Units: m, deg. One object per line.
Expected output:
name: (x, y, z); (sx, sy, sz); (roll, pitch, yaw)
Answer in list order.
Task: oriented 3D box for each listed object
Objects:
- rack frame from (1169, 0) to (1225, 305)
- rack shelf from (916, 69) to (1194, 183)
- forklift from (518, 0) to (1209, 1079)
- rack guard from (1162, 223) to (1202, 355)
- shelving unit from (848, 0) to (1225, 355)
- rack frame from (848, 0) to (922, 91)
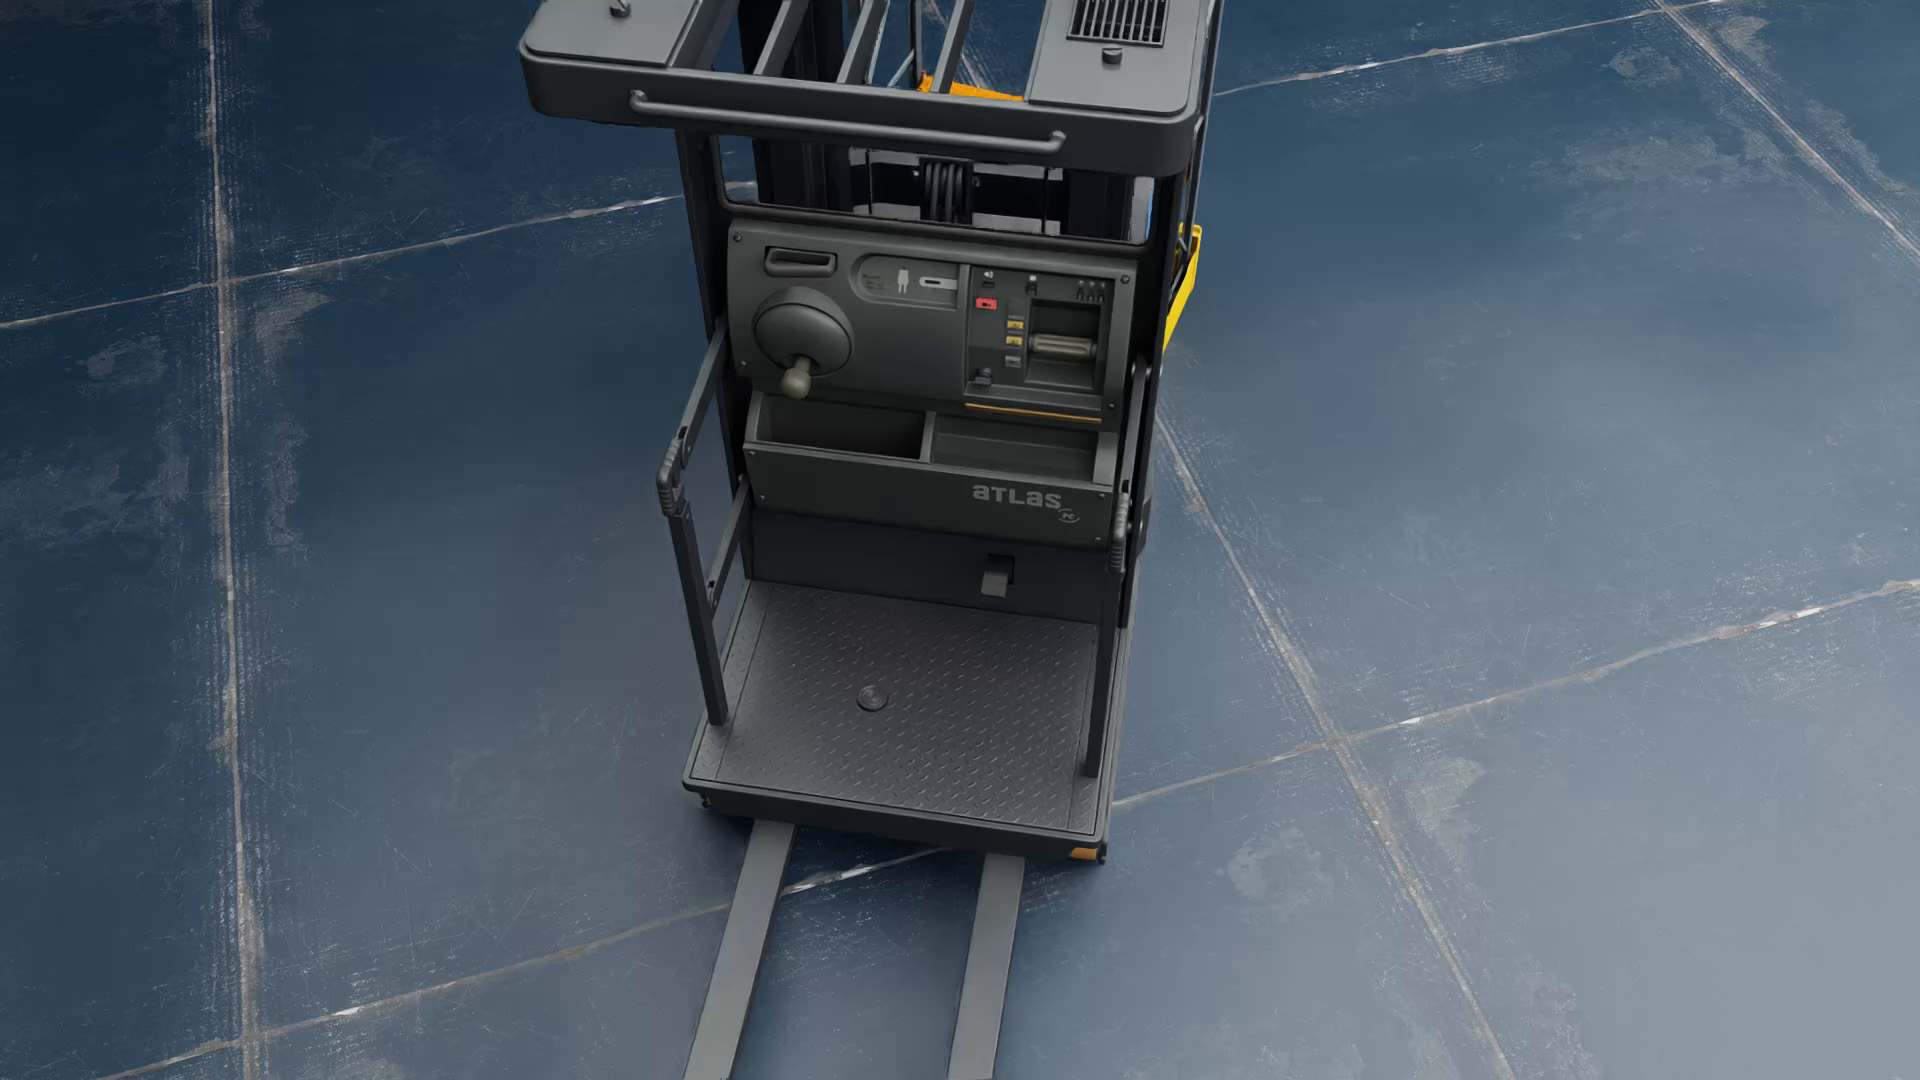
rack frame: (0.713, -1.226, 5.303); (0.032, 1.500, 0.500); (16, 52, 13)
rack shelf: (0.239, -1.250, 5.558); (1.000, 0.185, 0.538); (16, 52, 13)
forklift: (-0.106, -0.384, 3.657); (1.130, 2.935, 3.031); (7, 50, 6)
rack guard: (0.712, -0.824, 5.781); (0.087, 0.250, 0.587); (16, 52, 13)
shelving unit: (0.247, -1.364, 5.419); (1.083, 1.500, 0.587); (16, 52, 13)
rack frame: (-0.235, -1.506, 5.539); (0.032, 1.500, 0.500); (16, 52, 13)
